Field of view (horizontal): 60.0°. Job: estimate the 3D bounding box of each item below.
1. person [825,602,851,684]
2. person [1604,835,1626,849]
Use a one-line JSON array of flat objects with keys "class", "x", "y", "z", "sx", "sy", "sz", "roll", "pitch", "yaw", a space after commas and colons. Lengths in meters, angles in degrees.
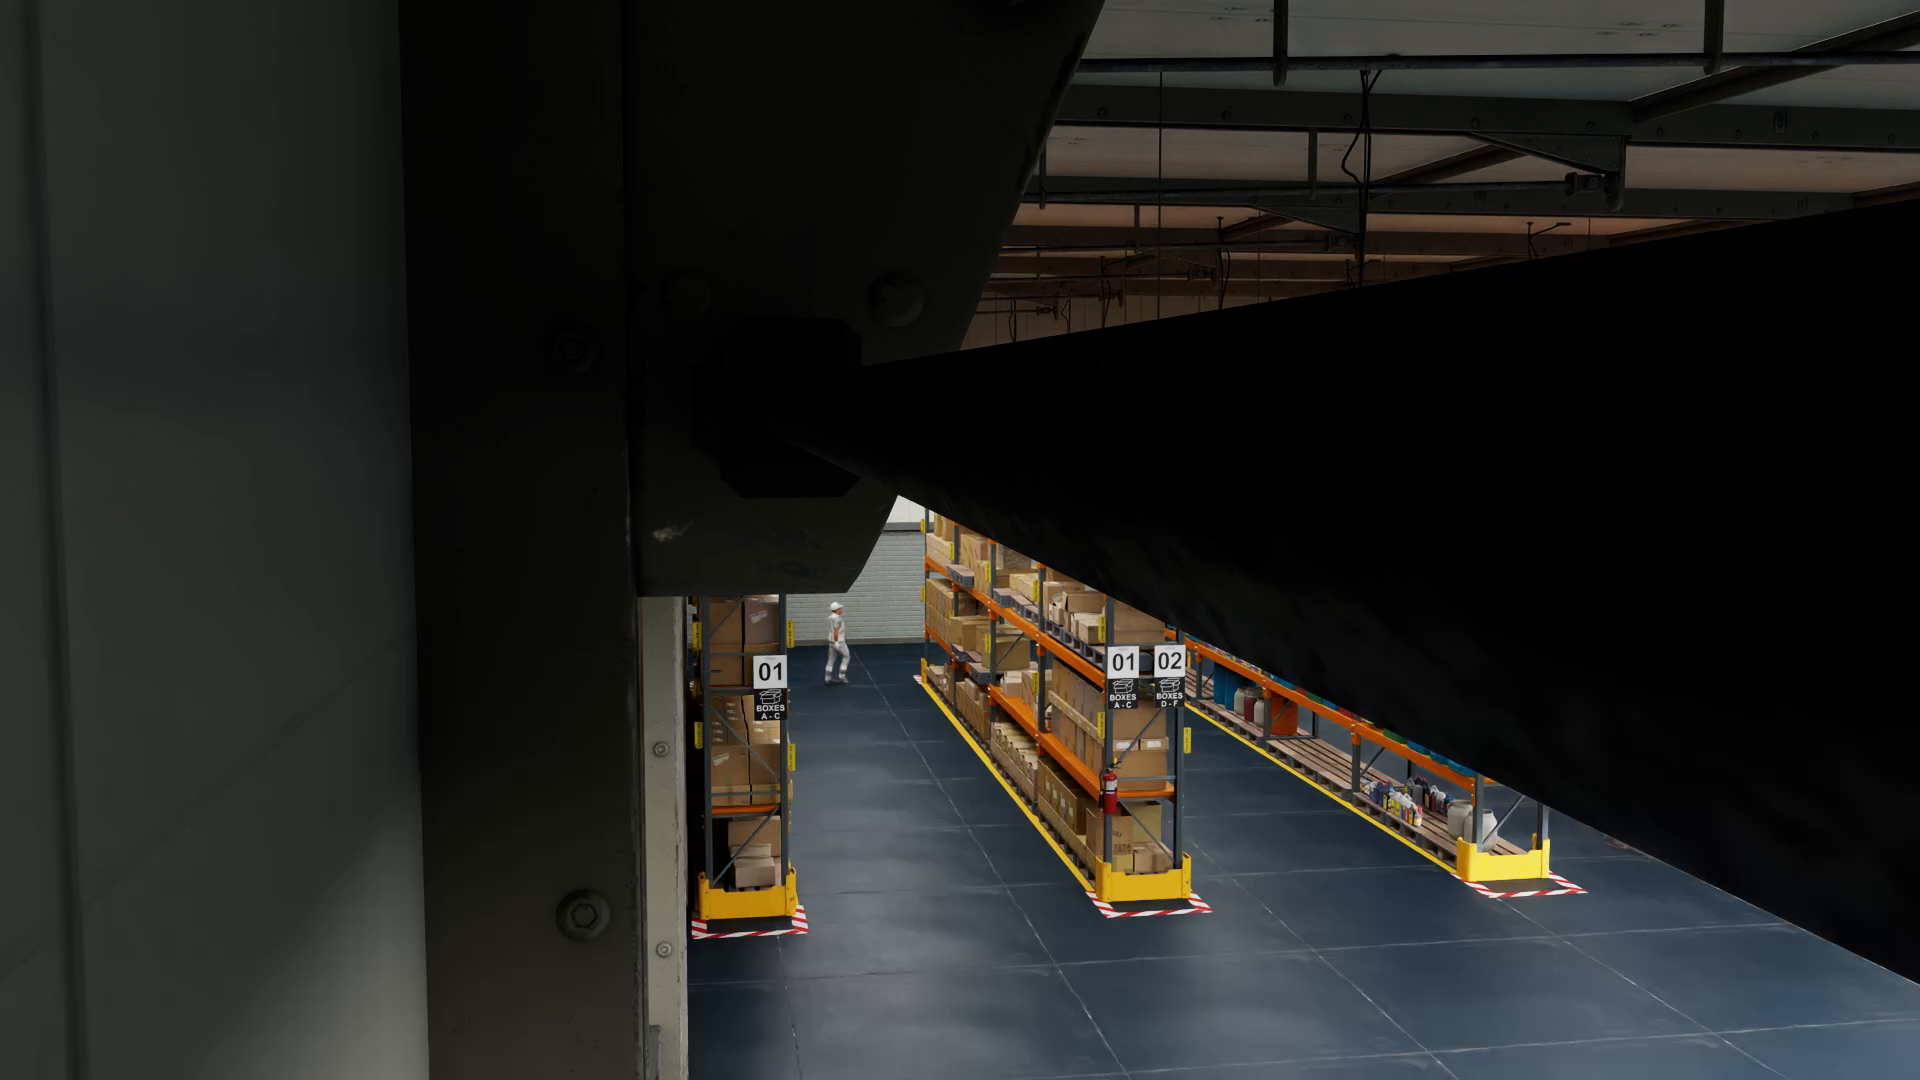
[{"class": "person", "x": -2.725, "y": 2.255, "z": 36.296, "sx": 0.553, "sy": 1.801, "sz": 0.539, "roll": -4, "pitch": 7, "yaw": -40}, {"class": "person", "x": 9.349, "y": 3.482, "z": 22.934, "sx": 0.808, "sy": 1.629, "sz": 0.527, "roll": 2, "pitch": 6, "yaw": 25}]
